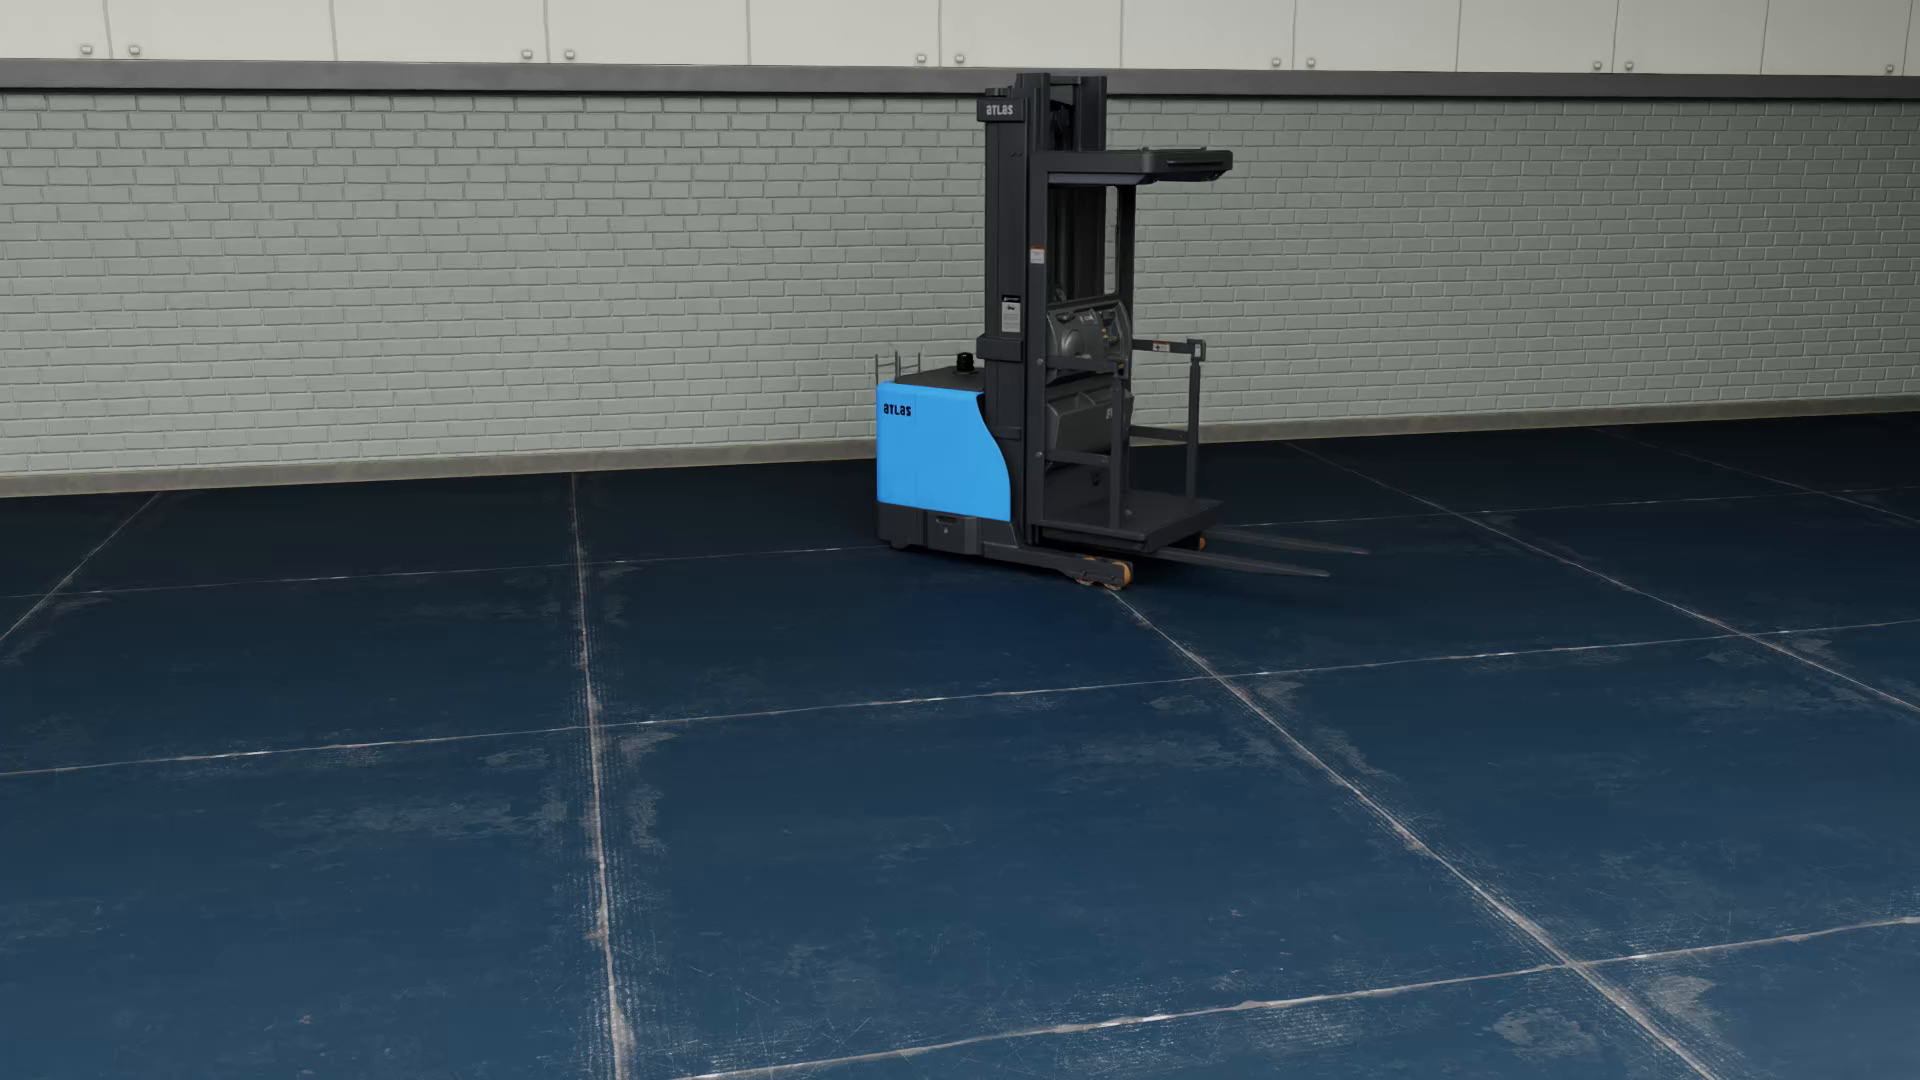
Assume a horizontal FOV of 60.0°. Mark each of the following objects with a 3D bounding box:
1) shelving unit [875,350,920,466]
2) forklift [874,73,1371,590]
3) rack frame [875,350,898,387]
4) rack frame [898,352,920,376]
[{"bbox_3d":[-0.406,-0.638,11.012,0.189,1.200,0.258,9,16,33],"label":"shelving unit"},{"bbox_3d":[0.959,-1.274,9.968,3.031,2.935,1.130,9,16,33],"label":"forklift"},{"bbox_3d":[-0.482,-0.650,11.061,0.006,1.200,0.240,9,16,33],"label":"rack frame"},{"bbox_3d":[-0.330,-0.626,10.962,0.006,1.200,0.240,9,16,33],"label":"rack frame"}]
